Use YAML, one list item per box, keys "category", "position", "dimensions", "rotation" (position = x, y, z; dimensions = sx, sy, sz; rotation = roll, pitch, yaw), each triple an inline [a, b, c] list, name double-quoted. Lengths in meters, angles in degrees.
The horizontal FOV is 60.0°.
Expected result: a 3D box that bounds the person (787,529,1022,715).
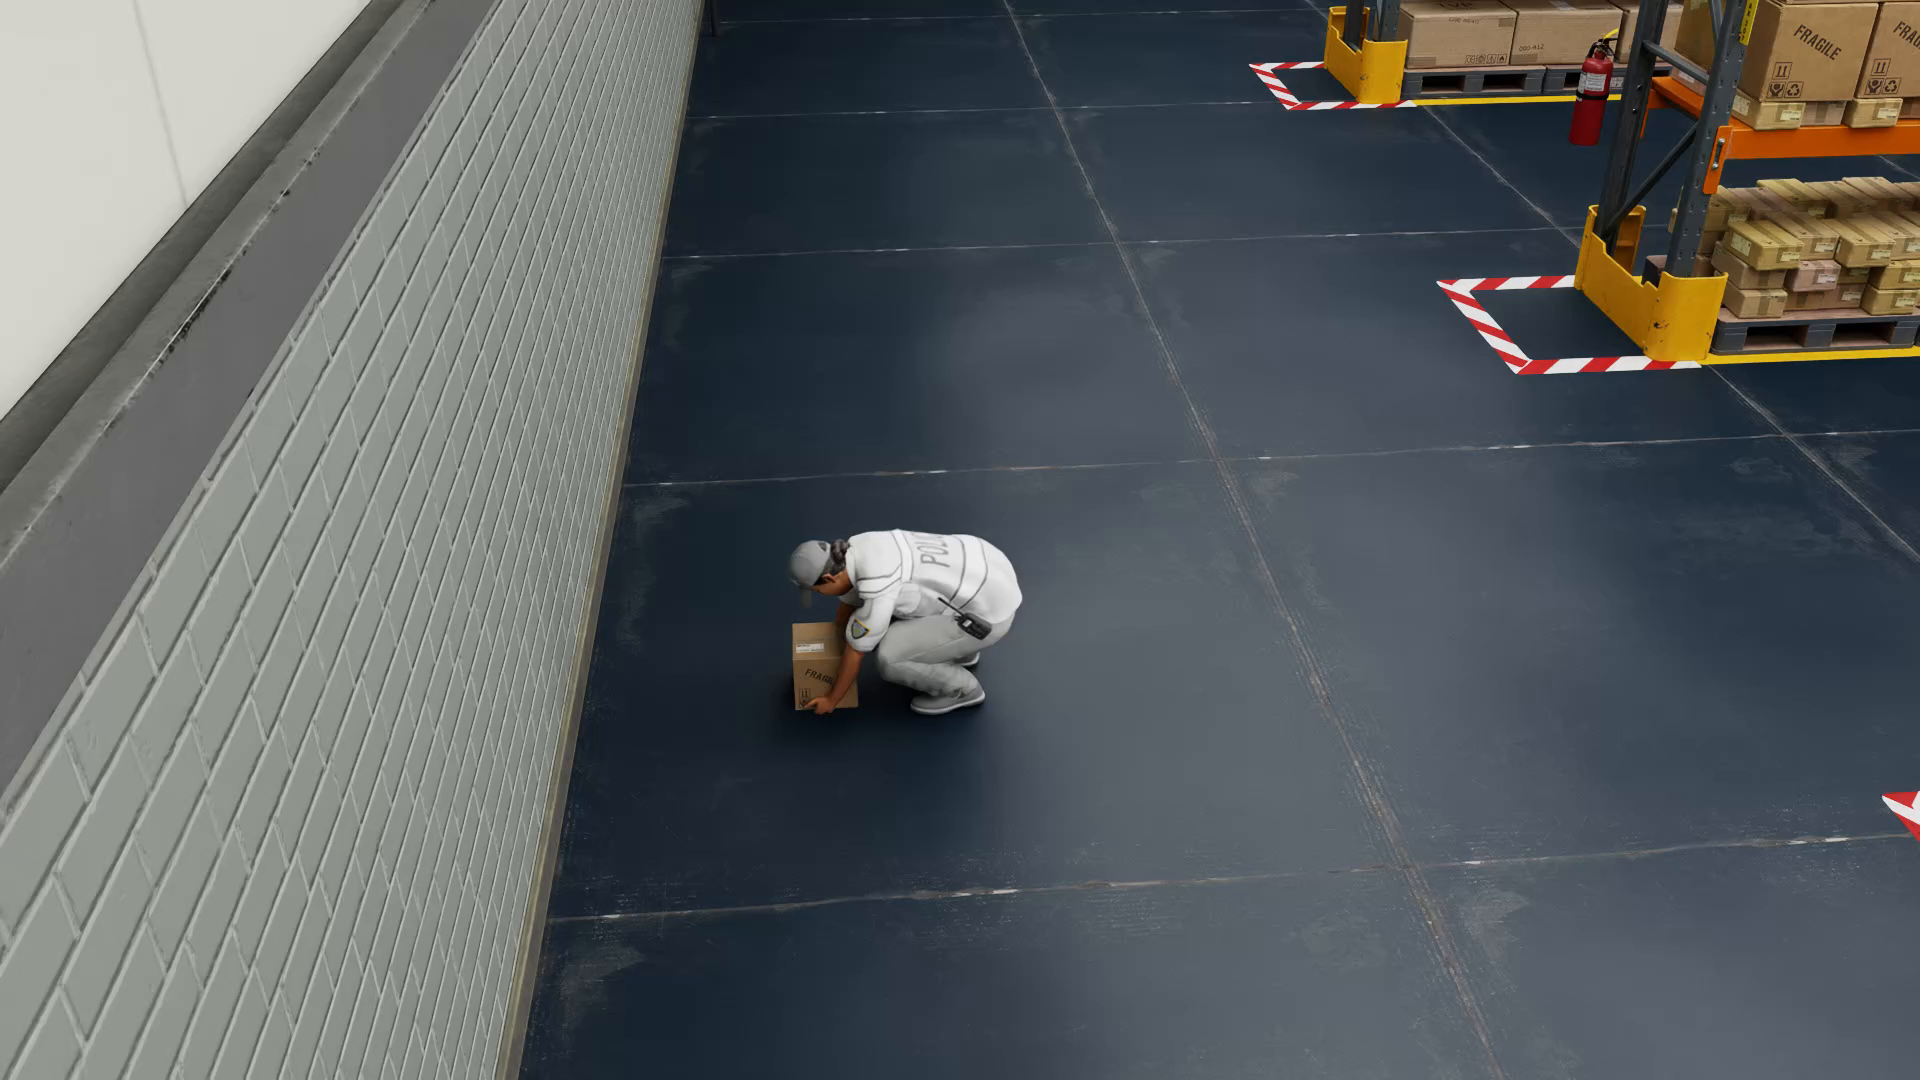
- category: "person"
  position: [-0.214, 0.311, 6.577]
  dimensions: [0.907, 0.803, 0.522]
  rotation: [-3, 31, -5]
